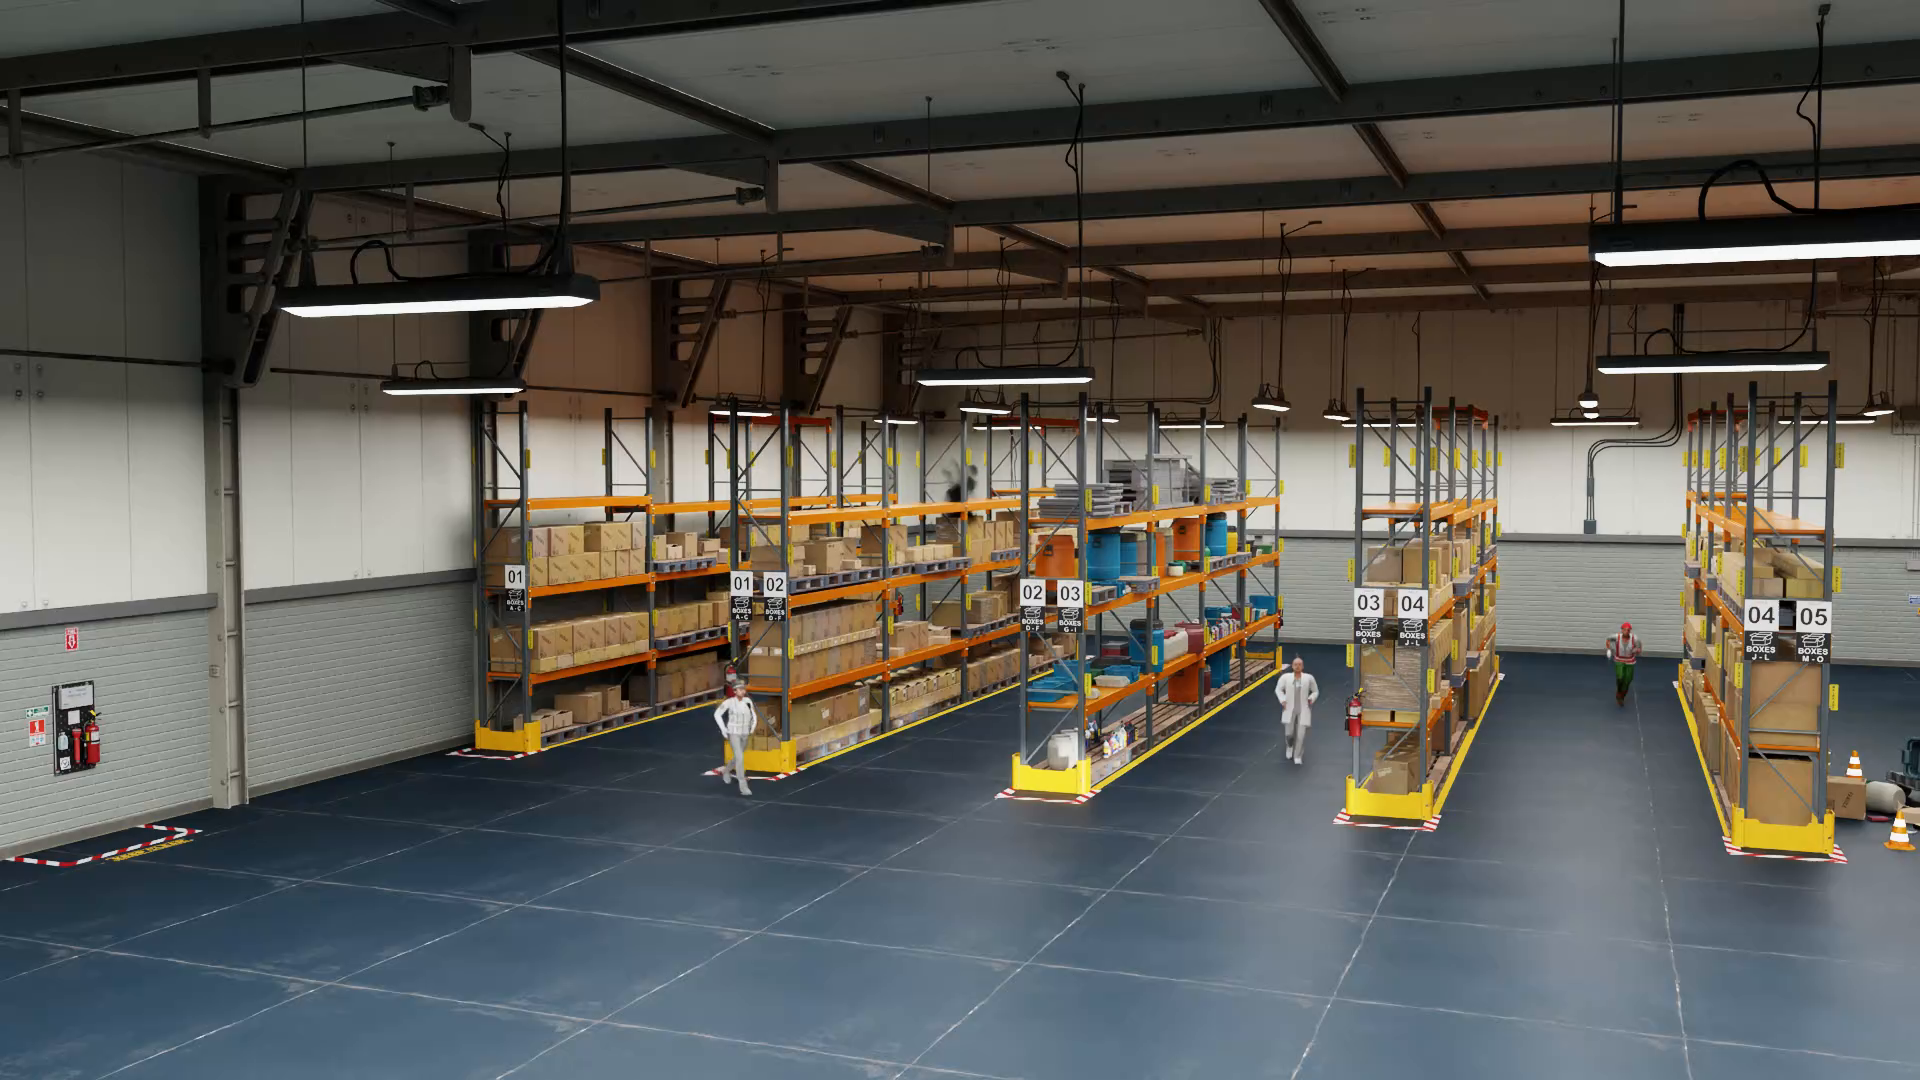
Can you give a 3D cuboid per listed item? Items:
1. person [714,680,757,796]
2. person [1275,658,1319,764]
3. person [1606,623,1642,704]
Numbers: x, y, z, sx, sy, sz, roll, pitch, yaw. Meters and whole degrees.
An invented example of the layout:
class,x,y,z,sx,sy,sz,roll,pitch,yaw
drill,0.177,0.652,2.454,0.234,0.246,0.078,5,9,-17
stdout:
class,x,y,z,sx,sy,sz,roll,pitch,yaw
person,-3.351,2.939,25.046,0.636,1.697,0.907,-2,4,-40
person,5.534,2.846,27.300,0.708,1.643,0.660,1,3,11
person,13.414,2.503,33.587,0.647,1.702,0.822,1,3,13
